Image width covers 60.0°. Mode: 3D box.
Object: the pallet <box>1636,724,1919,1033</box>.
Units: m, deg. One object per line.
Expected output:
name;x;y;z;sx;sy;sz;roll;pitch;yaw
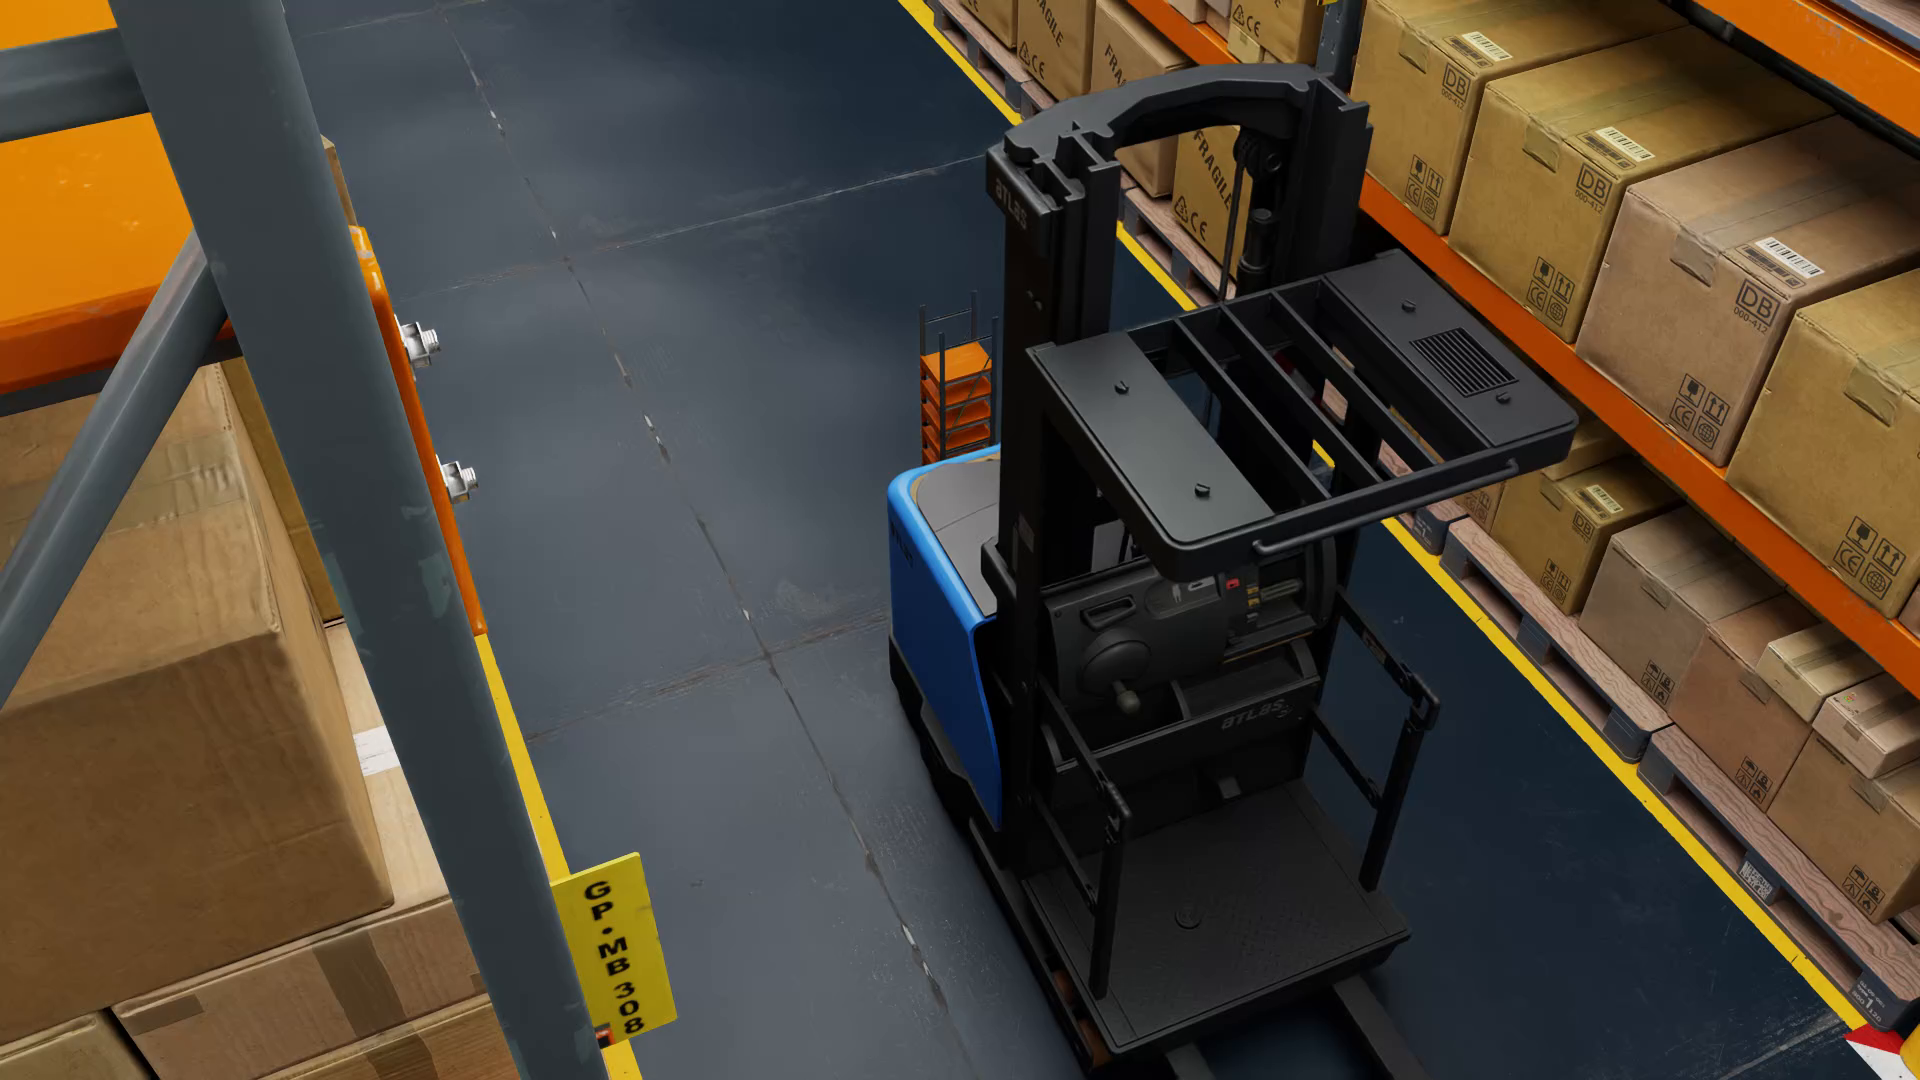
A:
pallet;3.225;1.025;5.929;1.003;0.211;1.213;-18;47;-17

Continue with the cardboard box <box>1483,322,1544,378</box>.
cardboard box;2.150;-0.741;6.754;0.380;0.149;0.250;-17;47;-16

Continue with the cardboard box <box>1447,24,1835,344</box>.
cardboard box;2.465;-1.319;6.107;0.980;0.700;0.700;-19;48;-18

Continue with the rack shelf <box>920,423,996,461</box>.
rack shelf;-0.006;-0.405;6.738;0.258;0.103;0.180;-18;47;-17

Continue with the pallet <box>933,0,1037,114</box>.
pallet;0.531;-3.062;10.071;1.003;0.211;1.213;-18;47;-17

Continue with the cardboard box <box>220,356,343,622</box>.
cardboard box;-1.225;-0.141;2.207;0.700;0.500;0.500;-18;47;-17

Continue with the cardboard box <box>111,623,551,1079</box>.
cardboard box;-0.841;0.388;2.205;0.500;0.250;0.500;-18;47;-17

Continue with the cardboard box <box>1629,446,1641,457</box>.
cardboard box;2.731;-0.500;6.509;0.380;0.149;0.250;-18;47;-17

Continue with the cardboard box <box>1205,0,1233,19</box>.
cardboard box;1.304;-2.720;7.443;0.500;0.500;0.500;-18;47;-17

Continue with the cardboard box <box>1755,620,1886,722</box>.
cardboard box;2.919;0.421;5.575;0.380;0.149;0.250;-17;47;-16

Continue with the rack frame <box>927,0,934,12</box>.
rack frame;0.268;-4.579;9.624;1.000;3.000;0.127;-18;47;-17

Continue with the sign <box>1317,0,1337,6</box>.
sign;1.462;-2.247;6.493;0.100;0.325;0.005;-18;47;-17

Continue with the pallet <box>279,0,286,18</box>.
pallet;-3.876;-2.634;7.789;1.213;0.211;1.003;-18;47;-17

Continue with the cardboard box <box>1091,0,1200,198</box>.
cardboard box;1.182;-2.355;8.602;0.750;0.750;0.750;-17;47;-16

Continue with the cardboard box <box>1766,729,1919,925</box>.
cardboard box;3.247;0.843;5.610;0.700;0.500;0.500;-18;47;-17

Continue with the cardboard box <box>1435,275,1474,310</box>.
cardboard box;2.291;-1.165;7.182;0.380;0.149;0.250;-18;47;-18

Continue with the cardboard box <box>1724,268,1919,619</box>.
cardboard box;3.092;-0.370;5.145;0.980;0.700;0.700;-18;48;-18

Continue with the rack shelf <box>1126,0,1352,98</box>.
rack shelf;1.109;-3.048;8.585;1.077;0.370;4.000;-18;47;-17

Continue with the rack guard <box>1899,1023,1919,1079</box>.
rack guard;3.642;1.424;5.319;1.175;0.500;0.348;-18;47;-17

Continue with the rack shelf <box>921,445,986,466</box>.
rack shelf;-0.006;-0.319;6.822;0.258;0.103;0.180;-18;47;-17

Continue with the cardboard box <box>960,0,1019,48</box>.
cardboard box;0.458;-3.456;9.717;0.750;0.750;0.750;-19;48;-18

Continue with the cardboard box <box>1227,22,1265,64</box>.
cardboard box;1.423;-2.233;7.411;0.380;0.149;0.250;-17;47;-17

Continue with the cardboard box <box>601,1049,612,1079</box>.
cardboard box;-0.808;1.232;2.951;0.500;0.500;0.500;-17;47;-16

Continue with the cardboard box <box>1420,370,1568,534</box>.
cardboard box;2.380;-0.462;6.932;0.700;0.500;0.500;-18;48;-18

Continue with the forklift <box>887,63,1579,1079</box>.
forklift;0.775;0.312;4.715;1.130;2.935;3.031;-17;47;-16

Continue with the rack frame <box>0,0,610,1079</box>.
rack frame;-0.858;-0.152;0.866;0.949;2.616;0.053;-18;47;-17

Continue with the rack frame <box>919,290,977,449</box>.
rack frame;-0.045;-0.495;6.766;0.240;1.200;0.006;-18;47;-17

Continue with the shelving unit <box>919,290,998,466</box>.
shelving unit;-0.006;-0.436;6.707;0.258;1.200;0.189;-18;47;-17

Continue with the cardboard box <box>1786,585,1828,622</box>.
cardboard box;3.162;0.150;5.850;0.380;0.149;0.250;-18;47;-17

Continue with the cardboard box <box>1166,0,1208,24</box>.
cardboard box;1.191;-2.563;7.745;0.380;0.149;0.250;-18;47;-17

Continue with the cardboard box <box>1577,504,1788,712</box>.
cardboard box;2.824;0.204;6.257;0.700;0.500;0.500;-19;48;-19

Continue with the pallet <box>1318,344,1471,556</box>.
pallet;2.199;-0.530;7.505;1.003;0.211;1.213;-18;47;-17

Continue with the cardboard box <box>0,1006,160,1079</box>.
cardboard box;-1.308;0.540;2.051;0.500;0.250;0.500;-18;47;-17

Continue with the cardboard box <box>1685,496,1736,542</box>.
cardboard box;2.946;-0.175;6.179;0.380;0.149;0.250;-18;47;-17
